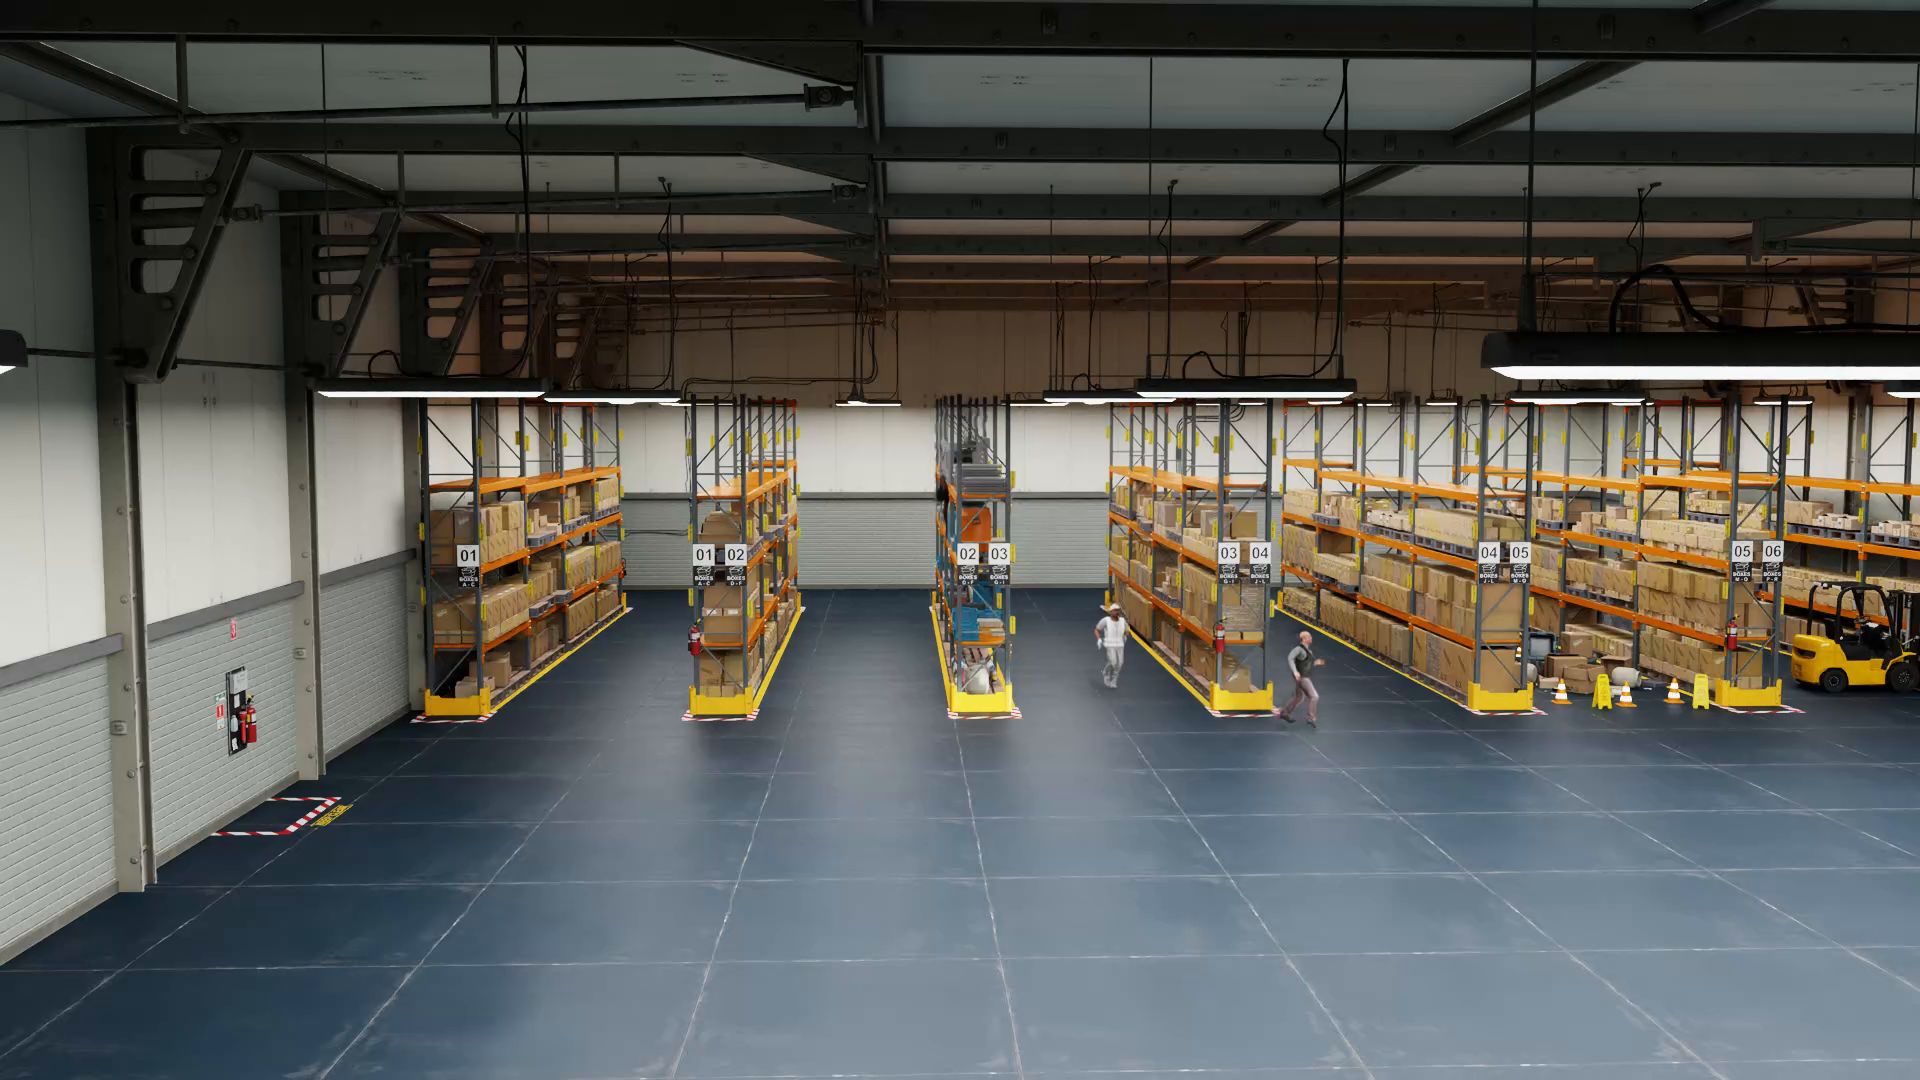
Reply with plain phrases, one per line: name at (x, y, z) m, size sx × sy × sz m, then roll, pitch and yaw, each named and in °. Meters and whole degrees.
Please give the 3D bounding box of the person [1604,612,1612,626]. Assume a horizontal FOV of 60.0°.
person at (16.564, 1.497, 42.860) m, size 0.603 × 1.746 × 0.806 m, roll 0°, pitch 5°, yaw -4°

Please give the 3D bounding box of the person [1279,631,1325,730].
person at (6.154, 2.526, 29.954) m, size 0.795 × 1.780 × 0.664 m, roll 2°, pitch 5°, yaw 22°

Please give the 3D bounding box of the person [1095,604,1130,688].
person at (3.159, 2.175, 33.881) m, size 0.681 × 1.739 × 0.624 m, roll -1°, pitch 5°, yaw -18°
